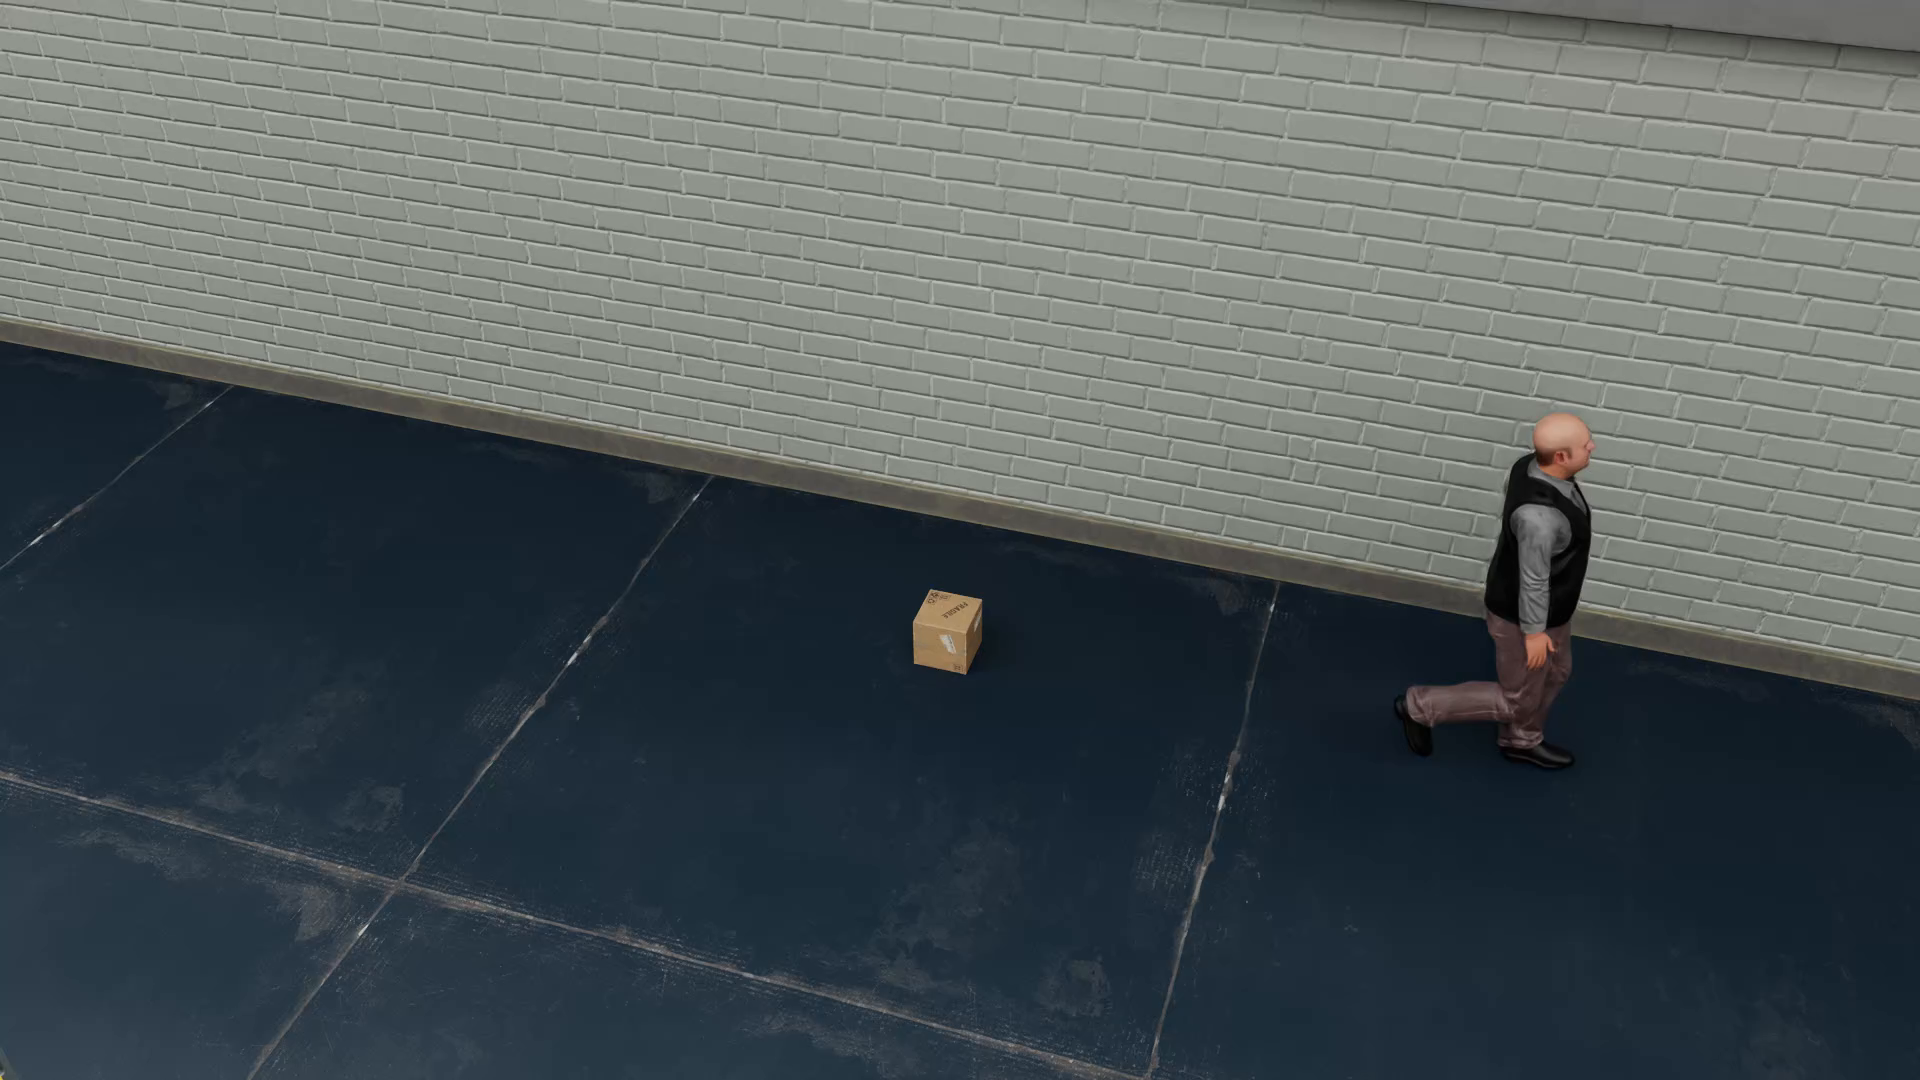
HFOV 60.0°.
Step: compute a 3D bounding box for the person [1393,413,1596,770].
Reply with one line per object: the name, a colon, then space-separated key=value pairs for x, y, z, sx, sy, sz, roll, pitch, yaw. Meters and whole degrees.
person: x=2.207 y=0.236 z=6.571 sx=0.766 sy=1.698 sz=0.535 roll=13 pitch=39 yaw=16
